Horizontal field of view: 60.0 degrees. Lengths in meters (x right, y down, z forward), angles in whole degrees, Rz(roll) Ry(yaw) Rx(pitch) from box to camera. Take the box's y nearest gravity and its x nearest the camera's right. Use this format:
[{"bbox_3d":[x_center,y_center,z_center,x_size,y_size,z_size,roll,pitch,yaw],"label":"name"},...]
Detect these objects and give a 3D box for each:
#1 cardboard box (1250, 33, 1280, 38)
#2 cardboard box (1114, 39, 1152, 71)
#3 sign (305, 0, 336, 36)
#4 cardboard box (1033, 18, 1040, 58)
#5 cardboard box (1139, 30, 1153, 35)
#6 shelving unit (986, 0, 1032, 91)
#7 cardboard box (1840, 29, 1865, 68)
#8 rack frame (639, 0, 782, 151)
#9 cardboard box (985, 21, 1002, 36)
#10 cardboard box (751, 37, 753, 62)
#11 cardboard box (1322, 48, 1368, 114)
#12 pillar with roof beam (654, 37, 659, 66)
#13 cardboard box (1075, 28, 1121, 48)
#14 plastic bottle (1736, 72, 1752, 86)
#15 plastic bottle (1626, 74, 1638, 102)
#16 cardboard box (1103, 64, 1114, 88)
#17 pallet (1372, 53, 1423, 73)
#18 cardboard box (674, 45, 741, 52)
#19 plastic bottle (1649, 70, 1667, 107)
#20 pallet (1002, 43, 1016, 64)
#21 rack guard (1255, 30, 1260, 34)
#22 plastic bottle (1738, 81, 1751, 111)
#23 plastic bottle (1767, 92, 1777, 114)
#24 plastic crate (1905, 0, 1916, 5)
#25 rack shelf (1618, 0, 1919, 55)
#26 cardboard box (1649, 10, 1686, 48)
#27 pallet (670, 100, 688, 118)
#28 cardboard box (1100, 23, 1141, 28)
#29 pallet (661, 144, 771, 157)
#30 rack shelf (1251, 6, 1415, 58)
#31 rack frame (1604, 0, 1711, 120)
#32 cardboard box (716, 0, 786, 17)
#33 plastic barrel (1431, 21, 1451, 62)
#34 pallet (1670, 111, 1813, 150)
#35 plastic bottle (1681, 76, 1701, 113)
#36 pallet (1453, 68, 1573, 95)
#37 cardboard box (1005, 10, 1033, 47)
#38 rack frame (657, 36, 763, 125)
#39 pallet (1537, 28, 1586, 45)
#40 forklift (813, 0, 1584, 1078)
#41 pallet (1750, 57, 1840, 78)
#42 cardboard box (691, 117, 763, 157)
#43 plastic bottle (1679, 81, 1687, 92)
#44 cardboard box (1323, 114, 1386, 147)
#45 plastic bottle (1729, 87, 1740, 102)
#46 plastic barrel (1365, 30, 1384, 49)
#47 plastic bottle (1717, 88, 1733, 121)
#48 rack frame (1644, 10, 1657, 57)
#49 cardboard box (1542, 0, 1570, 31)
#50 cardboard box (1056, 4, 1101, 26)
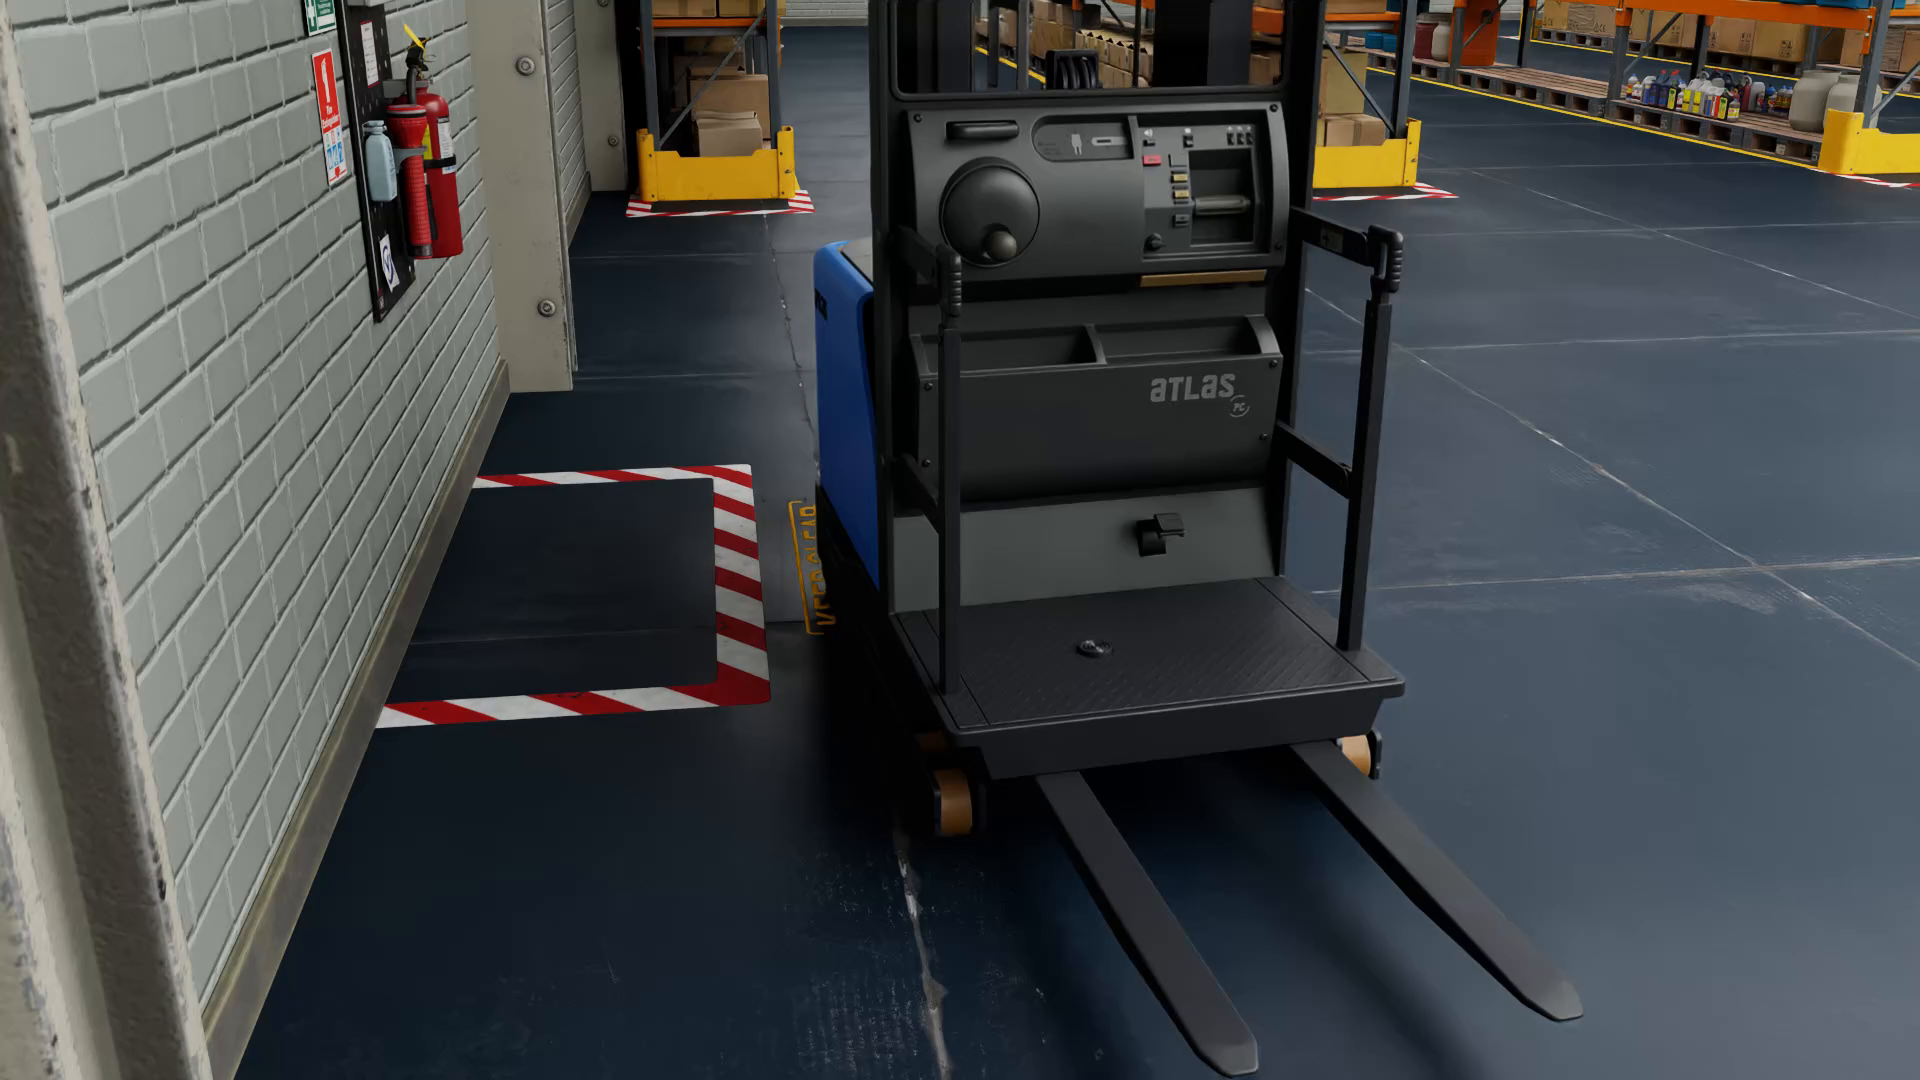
[{"bbox_3d":[2.821,-4.595,15.991,0.500,0.500,0.500,-3,21,-8],"label":"cardboard box"},{"bbox_3d":[1.984,-5.308,18.170,0.500,0.311,0.500,-3,21,-8],"label":"cardboard box"},{"bbox_3d":[-1.636,-1.357,4.253,0.001,0.109,0.331,-3,21,-8],"label":"sign"},{"bbox_3d":[1.305,-6.926,22.917,0.500,0.500,0.500,-3,21,-7],"label":"cardboard box"},{"bbox_3d":[2.301,-5.866,19.664,0.500,0.311,0.500,-3,21,-9],"label":"cardboard box"},{"bbox_3d":[-0.031,-1.046,5.517,0.431,2.100,0.503,-4,21,-9],"label":"shelving unit"},{"bbox_3d":[11.820,-6.346,21.364,0.700,0.500,0.500,-4,21,-11],"label":"cardboard box"},{"bbox_3d":[-1.848,-4.023,12.199,1.000,3.000,0.127,-3,21,-8],"label":"rack frame"},{"bbox_3d":[0.689,-8.183,26.638,0.500,0.250,0.500,-3,21,-8],"label":"cardboard box"},{"bbox_3d":[-2.977,-6.243,20.617,0.750,0.750,0.750,-3,21,-8],"label":"cardboard box"},{"bbox_3d":[3.122,-3.904,14.138,0.500,0.500,0.500,-3,21,-8],"label":"cardboard box"},{"bbox_3d":[-0.275,-11.404,23.387,9.100,9.000,0.400,-3,21,-8],"label":"pillar with roof beam"},{"bbox_3d":[1.685,-6.019,20.072,0.500,0.311,0.500,-2,21,-6],"label":"cardboard box"},{"bbox_3d":[7.831,-4.486,16.596,0.144,0.351,0.185,-3,21,-8],"label":"plastic bottle"},{"bbox_3d":[6.991,-4.703,17.291,0.097,0.271,0.097,0,20,0],"label":"plastic bottle"},{"bbox_3d":[1.913,-5.225,18.748,0.500,0.250,0.500,-2,21,-7],"label":"cardboard box"},{"bbox_3d":[6.475,-6.678,23.295,1.003,0.211,1.213,-3,21,-8],"label":"pallet"},{"bbox_3d":[-2.705,-5.052,17.898,0.700,0.500,0.500,-3,21,-7],"label":"cardboard box"},{"bbox_3d":[7.085,-4.572,16.827,0.144,0.351,0.185,-2,21,-6],"label":"plastic bottle"},{"bbox_3d":[1.226,-7.360,25.120,1.003,0.211,1.213,-3,21,-8],"label":"pallet"},{"bbox_3d":[5.633,-8.899,28.827,1.175,0.500,0.348,-3,21,-8],"label":"rack guard"},{"bbox_3d":[7.746,-4.392,16.442,0.061,0.283,0.133,-3,21,-8],"label":"plastic bottle"},{"bbox_3d":[7.925,-4.249,16.175,0.097,0.201,0.097,0,20,0],"label":"plastic bottle"},{"bbox_3d":[8.145,-4.725,14.456,0.298,0.136,0.250,-3,21,-8],"label":"plastic crate"},{"bbox_3d":[7.667,-4.878,15.517,1.077,0.370,4.000,-3,21,-8],"label":"rack shelf"},{"bbox_3d":[11.239,-7.908,25.038,1.225,0.875,0.875,-3,21,-8],"label":"cardboard box"},{"bbox_3d":[-2.538,-4.371,17.117,1.003,0.211,1.213,-3,21,-8],"label":"pallet"},{"bbox_3d":[2.036,-6.432,21.593,0.500,0.500,0.500,-4,21,-10],"label":"cardboard box"},{"bbox_3d":[-1.941,-3.026,13.515,1.003,0.211,1.213,-3,21,-8],"label":"pallet"},{"bbox_3d":[2.765,-4.629,14.851,1.077,0.370,4.000,-3,21,-8],"label":"rack shelf"},{"bbox_3d":[7.379,-5.907,17.245,1.000,3.000,0.127,-3,21,-8],"label":"rack frame"},{"bbox_3d":[-1.604,-4.147,12.717,0.500,0.250,0.500,-4,21,-9],"label":"cardboard box"},{"bbox_3d":[6.545,-6.683,22.277,0.421,0.512,0.421,0,20,0],"label":"plastic barrel"},{"bbox_3d":[7.614,-3.943,15.971,1.003,0.211,1.213,-3,21,-8],"label":"pallet"},{"bbox_3d":[7.173,-4.359,16.258,0.144,0.351,0.185,-3,21,-8],"label":"plastic bottle"},{"bbox_3d":[6.876,-5.716,20.718,1.003,0.211,1.213,-3,21,-8],"label":"pallet"},{"bbox_3d":[0.961,-7.647,24.846,0.500,0.500,0.500,-3,21,-8],"label":"cardboard box"},{"bbox_3d":[-2.424,-5.407,15.907,1.000,3.000,0.127,-3,21,-8],"label":"rack frame"},{"bbox_3d":[10.743,-8.733,28.795,1.003,0.211,1.213,-3,21,-8],"label":"pallet"},{"bbox_3d":[0.391,-0.828,3.743,1.130,2.935,3.031,-5,21,-13],"label":"forklift"},{"bbox_3d":[11.665,-6.512,22.851,1.003,0.211,1.213,-3,21,-8],"label":"pallet"},{"bbox_3d":[-1.859,-3.213,13.246,0.500,0.311,0.500,-5,21,-14],"label":"cardboard box"},{"bbox_3d":[7.170,-4.420,16.535,0.097,0.271,0.097,0,20,0],"label":"plastic bottle"},{"bbox_3d":[3.196,-3.379,13.806,0.500,0.250,0.500,-3,21,-8],"label":"cardboard box"},{"bbox_3d":[7.353,-4.164,15.831,0.061,0.283,0.133,-3,21,-8],"label":"plastic bottle"},{"bbox_3d":[6.287,-7.702,24.448,0.600,0.901,0.708,-3,21,-8],"label":"plastic barrel"},{"bbox_3d":[7.222,-4.109,15.684,0.061,0.283,0.133,-2,21,-6],"label":"plastic bottle"},{"bbox_3d":[11.127,-8.927,25.330,1.000,3.000,0.127,-3,21,-8],"label":"rack frame"},{"bbox_3d":[10.722,-9.296,28.754,0.875,0.875,0.875,-3,21,-8],"label":"cardboard box"},{"bbox_3d":[1.521,-6.761,21.404,0.500,0.250,0.500,-2,21,-6],"label":"cardboard box"}]
